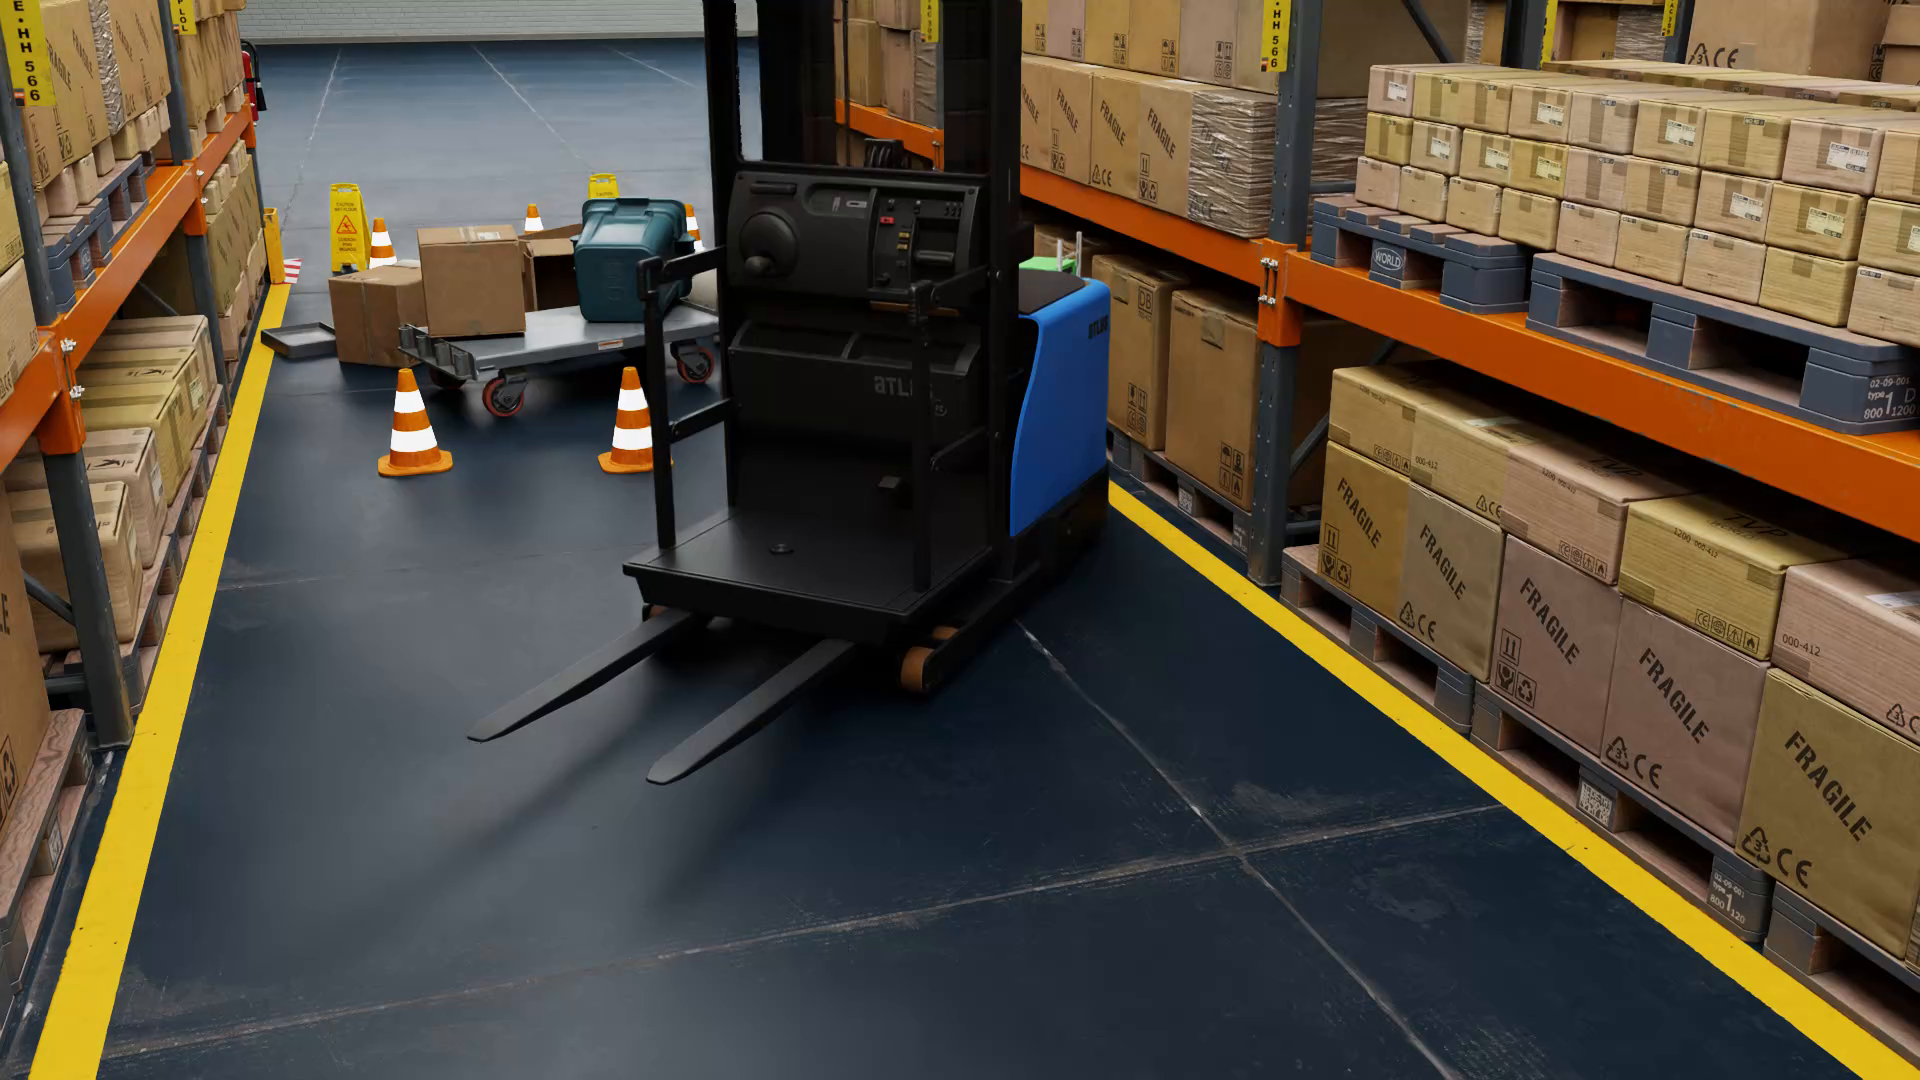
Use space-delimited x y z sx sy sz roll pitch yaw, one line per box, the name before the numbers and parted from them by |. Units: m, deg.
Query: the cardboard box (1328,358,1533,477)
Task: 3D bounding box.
cardboard box | 1.601 -0.421 5.620 0.500 0.250 0.500 -7 21 -20

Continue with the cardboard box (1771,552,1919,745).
cardboard box | 2.248 0.237 3.787 0.500 0.250 0.500 -5 20 -15

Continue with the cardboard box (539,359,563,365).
cardboard box | -2.529 -1.222 9.927 0.396 0.266 0.258 12 23 30

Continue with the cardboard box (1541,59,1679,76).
cardboard box | 2.204 -1.545 5.651 0.380 0.149 0.250 -7 21 -19

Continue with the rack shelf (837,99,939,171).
rack shelf | -0.272 -2.881 11.565 1.077 0.370 4.000 -6 21 -17

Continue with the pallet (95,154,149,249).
pallet | -3.714 -1.277 6.317 1.003 0.211 1.213 -6 21 -17

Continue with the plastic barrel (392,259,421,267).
plastic barrel | -3.481 -1.589 10.713 0.512 0.421 0.421 8 21 20

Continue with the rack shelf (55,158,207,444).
rack shelf | -3.682 -1.039 6.436 1.077 0.370 4.000 -6 21 -17

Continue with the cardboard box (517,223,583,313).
cardboard box | -2.612 -1.834 11.277 0.637 0.503 0.797 12 23 30

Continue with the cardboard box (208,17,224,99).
cardboard box | -4.687 -2.859 9.850 0.500 0.500 0.500 -6 21 -17

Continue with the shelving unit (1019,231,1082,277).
shelving unit | 0.232 -0.726 7.163 0.503 1.200 0.258 9 22 23

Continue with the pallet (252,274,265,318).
pallet | -5.322 -1.702 11.343 1.003 0.211 1.213 -6 21 -17

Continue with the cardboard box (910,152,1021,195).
cardboard box | 0.226 -1.985 10.527 0.875 0.875 0.875 -6 21 -16

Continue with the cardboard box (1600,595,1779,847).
cardboard box | 2.082 0.428 4.365 0.500 0.500 0.500 -7 21 -18

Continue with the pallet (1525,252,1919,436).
pallet | 2.275 -0.573 4.358 1.003 0.211 1.213 -6 21 -17

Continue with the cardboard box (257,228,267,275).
cardboard box | -5.051 -1.968 11.405 0.500 0.250 0.500 -6 21 -17

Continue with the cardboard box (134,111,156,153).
cardboard box | -3.622 -1.716 7.008 0.380 0.149 0.250 -6 21 -17

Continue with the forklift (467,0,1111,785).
forklift | -0.460 -1.030 5.447 1.130 2.935 3.031 9 22 23

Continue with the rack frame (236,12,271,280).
rack frame | -5.568 -3.303 11.675 1.000 3.000 0.127 -6 21 -17

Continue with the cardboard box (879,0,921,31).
cardboard box | -0.010 -3.443 10.245 0.875 0.550 0.550 -6 21 -17

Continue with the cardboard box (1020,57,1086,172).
cardboard box | 0.581 -2.105 8.191 0.500 0.500 0.500 -6 21 -17

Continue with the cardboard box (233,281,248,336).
cardboard box | -4.418 -1.311 9.576 0.500 0.250 0.500 -5 20 -14

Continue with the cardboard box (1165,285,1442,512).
cardboard box | 1.508 -0.638 6.962 1.050 0.750 0.750 -7 21 -18

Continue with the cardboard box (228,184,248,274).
cardboard box | -4.580 -1.831 9.914 0.500 0.500 0.500 -5 20 -14

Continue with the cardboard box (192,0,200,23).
cardboard box | -4.243 -2.841 8.323 0.700 0.500 0.500 -7 21 -18

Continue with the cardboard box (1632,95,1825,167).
cardboard box | 1.990 -1.063 4.309 0.380 0.149 0.250 -6 21 -16

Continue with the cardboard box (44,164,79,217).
cardboard box | -3.078 -1.126 5.365 0.380 0.149 0.250 -8 21 -21

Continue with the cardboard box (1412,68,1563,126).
cardboard box | 1.663 -1.399 5.244 0.380 0.149 0.250 -7 21 -19

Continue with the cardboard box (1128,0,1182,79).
cardboard box | 1.159 -2.284 7.210 0.700 0.500 0.500 -7 21 -18

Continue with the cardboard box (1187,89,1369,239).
cardboard box | 1.218 -1.457 6.389 0.500 0.500 0.500 -6 21 -17

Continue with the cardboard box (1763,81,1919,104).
cardboard box | 2.520 -1.217 4.737 0.380 0.149 0.250 -6 21 -17

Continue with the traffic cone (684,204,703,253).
traffic cone | -2.081 -2.346 12.764 0.336 0.463 0.334 -6 21 -17

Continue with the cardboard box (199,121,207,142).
cardboard box | -4.391 -2.277 9.190 0.380 0.149 0.250 -6 21 -16

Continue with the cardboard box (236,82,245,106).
cardboard box | -5.062 -3.018 11.253 0.380 0.149 0.250 -7 21 -18

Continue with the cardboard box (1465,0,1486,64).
cardboard box | 4.374 -4.051 13.169 0.875 0.500 0.500 -6 21 -17

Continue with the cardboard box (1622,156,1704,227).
cardboard box | 1.982 -0.924 4.362 0.380 0.149 0.250 -7 21 -18

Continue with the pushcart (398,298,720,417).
pushcart | -2.162 -1.044 9.264 1.648 0.377 0.936 -15 25 -36

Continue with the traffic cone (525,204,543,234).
traffic cone | -3.261 -2.335 12.734 0.336 0.463 0.334 -6 21 -17

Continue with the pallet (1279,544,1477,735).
pallet | 1.858 0.269 5.855 1.003 0.211 1.213 -6 21 -17

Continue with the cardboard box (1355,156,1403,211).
cardboard box | 1.563 -1.209 5.594 0.380 0.149 0.250 -7 21 -18

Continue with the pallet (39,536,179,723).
pallet | -3.297 0.326 5.698 1.003 0.211 1.213 -6 21 -17

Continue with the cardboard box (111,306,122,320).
cardboard box | -4.751 -1.437 8.818 0.500 0.500 0.500 -7 21 -18

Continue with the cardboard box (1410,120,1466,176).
cardboard box | 1.663 -1.250 5.271 0.380 0.149 0.250 -5 20 -15

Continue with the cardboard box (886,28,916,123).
cardboard box | 0.035 -2.940 10.442 0.875 0.550 0.550 -6 21 -17

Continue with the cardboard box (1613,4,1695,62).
cardboard box | 5.015 -3.410 11.386 0.875 0.500 0.500 -6 21 -17

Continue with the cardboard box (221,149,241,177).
cardboard box | -4.732 -2.359 10.425 0.380 0.149 0.250 -5 20 -15

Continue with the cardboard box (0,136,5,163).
cardboard box | -2.642 -1.115 3.957 0.500 0.500 0.500 -7 21 -19

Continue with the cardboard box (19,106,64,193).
cardboard box | -2.975 -1.290 4.860 0.500 0.500 0.500 -7 21 -19

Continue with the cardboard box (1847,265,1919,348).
cardboard box | 2.229 -0.529 3.702 0.380 0.149 0.250 -7 21 -20

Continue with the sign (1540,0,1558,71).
sign | 2.126 -1.863 6.069 0.100 0.325 0.005 -6 21 -17

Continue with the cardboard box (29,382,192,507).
cardboard box | -3.694 -0.359 6.745 0.950 0.372 0.625 -6 21 -15

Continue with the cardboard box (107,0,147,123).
cardboard box | -3.634 -1.955 6.713 0.500 0.500 0.500 -6 21 -15

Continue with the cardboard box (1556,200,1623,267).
cardboard box | 1.905 -0.864 4.636 0.380 0.149 0.250 -6 21 -15

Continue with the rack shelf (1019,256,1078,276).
rack shelf | 0.232 -1.118 7.022 0.480 0.148 0.258 9 22 23
